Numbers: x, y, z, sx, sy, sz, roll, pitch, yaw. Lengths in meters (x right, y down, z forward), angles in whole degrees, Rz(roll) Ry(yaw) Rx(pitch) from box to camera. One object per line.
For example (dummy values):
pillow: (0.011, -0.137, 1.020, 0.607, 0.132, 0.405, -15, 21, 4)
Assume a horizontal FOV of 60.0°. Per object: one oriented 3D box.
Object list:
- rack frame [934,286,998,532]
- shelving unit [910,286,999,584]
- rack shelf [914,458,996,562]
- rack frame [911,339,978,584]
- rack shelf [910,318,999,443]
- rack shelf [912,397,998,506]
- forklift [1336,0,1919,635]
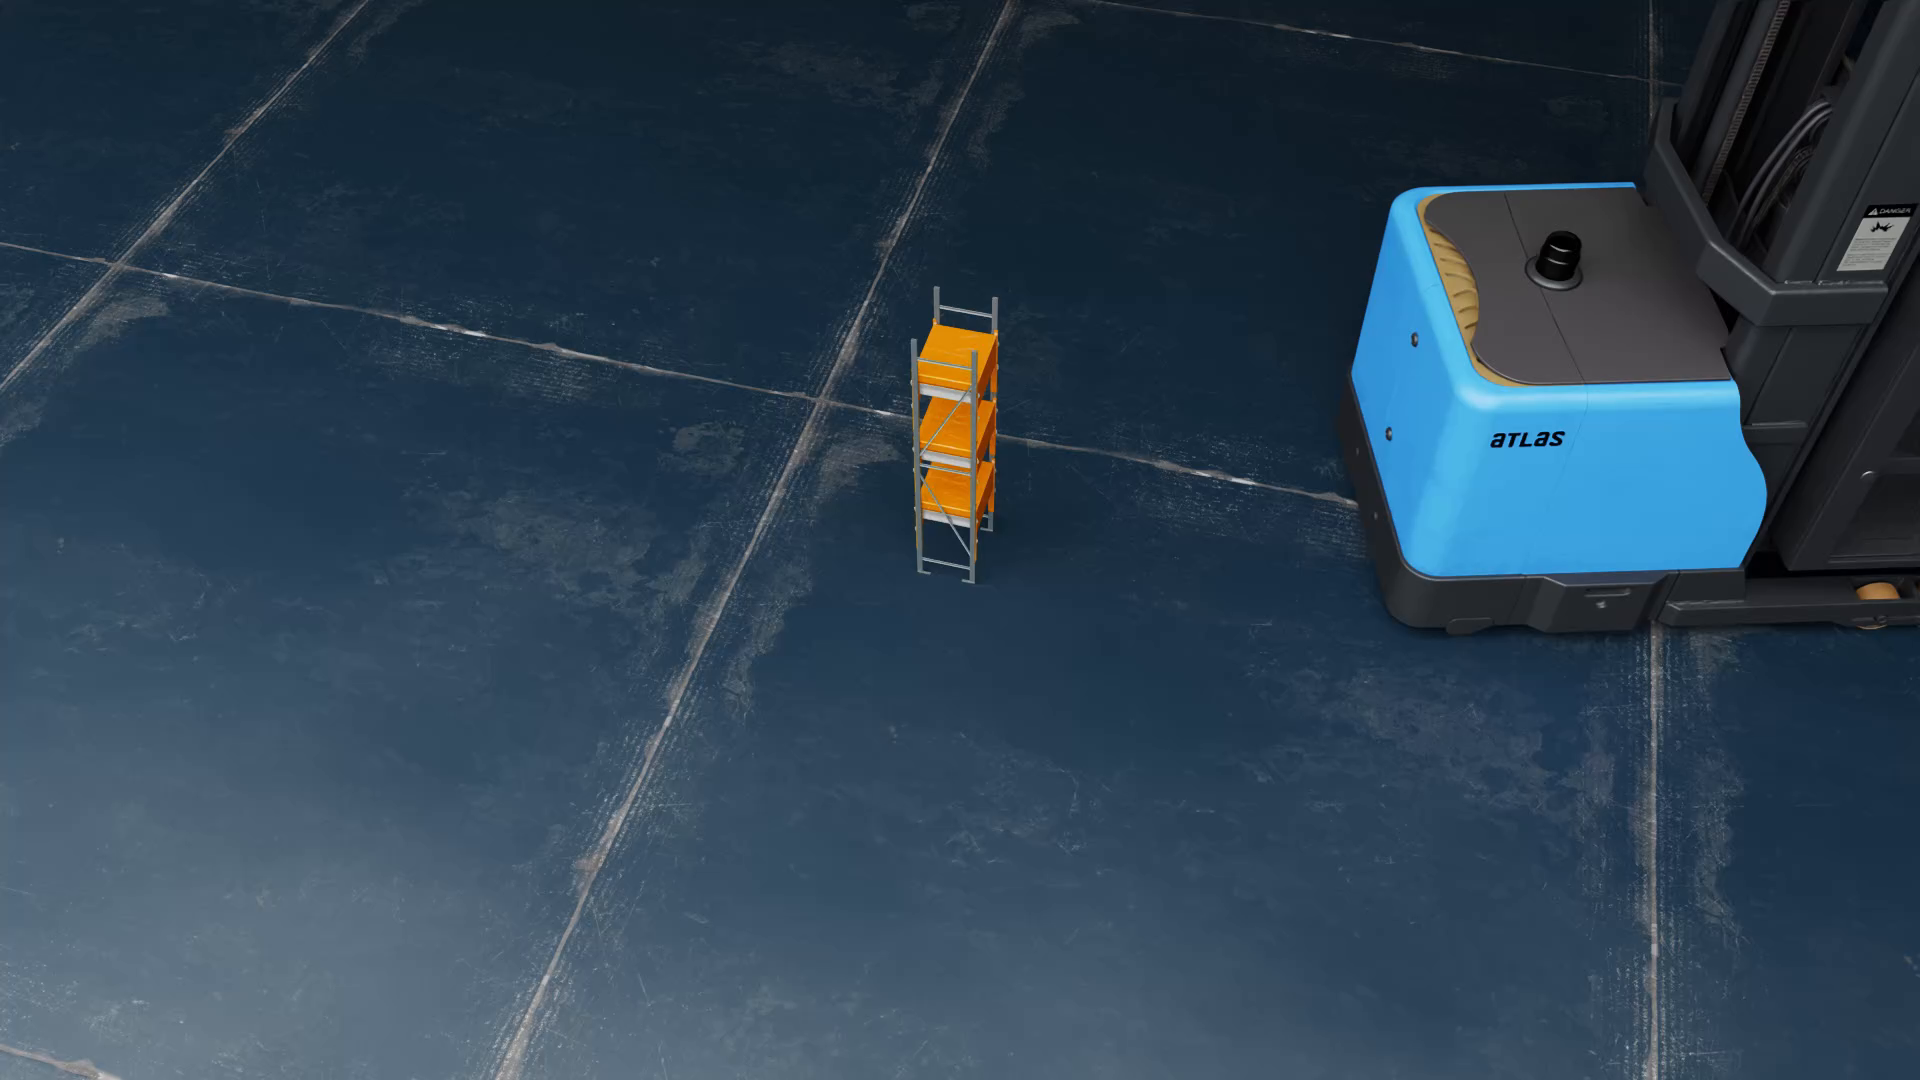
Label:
rack frame: (0.018, -0.397, 5.400, 0.200, 1.050, 0.008, 12, 50, 10)
shelving unit: (-0.014, -0.309, 5.322, 0.215, 1.050, 0.252, 12, 50, 10)
rack shelf: (-0.014, -0.118, 5.539, 0.215, 0.259, 0.240, 12, 50, 10)
rack frame: (-0.046, -0.220, 5.244, 0.200, 1.050, 0.008, 12, 50, 10)
rack shelf: (-0.014, -0.489, 5.117, 0.215, 0.259, 0.240, 12, 50, 10)
rack shelf: (-0.014, -0.302, 5.330, 0.215, 0.259, 0.240, 12, 50, 10)
forklift: (2.894, -1.074, 4.743, 3.031, 2.935, 1.130, -2, 49, -2)
